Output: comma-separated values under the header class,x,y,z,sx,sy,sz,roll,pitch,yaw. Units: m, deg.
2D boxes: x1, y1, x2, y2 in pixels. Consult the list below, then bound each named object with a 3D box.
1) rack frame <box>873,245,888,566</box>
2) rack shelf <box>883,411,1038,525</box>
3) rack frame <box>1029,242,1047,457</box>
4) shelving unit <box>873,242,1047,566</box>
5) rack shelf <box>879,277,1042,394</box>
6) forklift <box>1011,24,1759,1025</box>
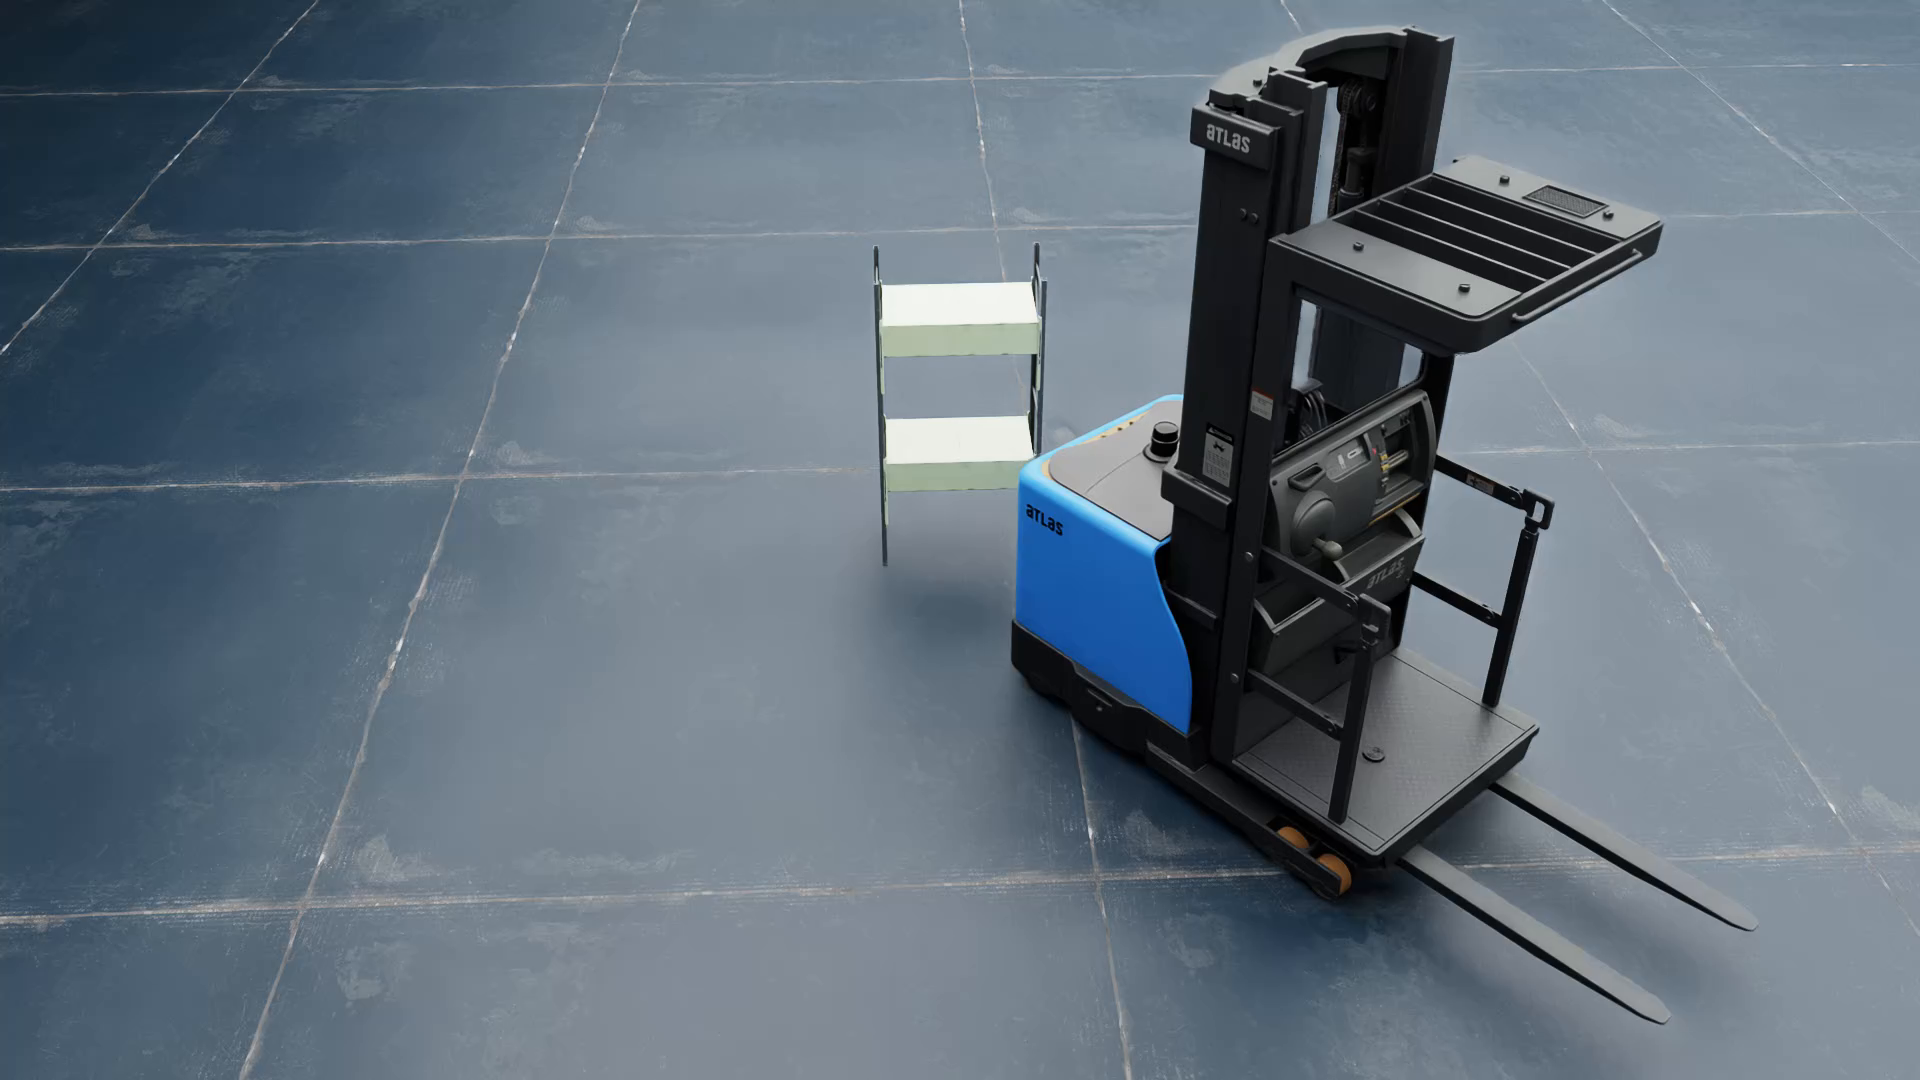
class,x,y,z,sx,sy,sz,roll,pitch,yaw
rack frame,-0.372,-0.607,7.809,0.023,1.500,0.400,-2,35,-2
rack shelf,-0.007,-0.348,8.008,0.720,0.370,0.431,-2,35,-2
rack frame,0.359,-0.626,7.837,0.023,1.500,0.400,-2,35,-2
shelving unit,-0.007,-0.617,7.823,0.755,1.500,0.431,-2,35,-2
rack shelf,-0.007,-0.937,7.601,0.720,0.370,0.431,-2,35,-2
forklift,1.580,-0.179,5.934,1.130,2.935,3.031,-27,43,-33
